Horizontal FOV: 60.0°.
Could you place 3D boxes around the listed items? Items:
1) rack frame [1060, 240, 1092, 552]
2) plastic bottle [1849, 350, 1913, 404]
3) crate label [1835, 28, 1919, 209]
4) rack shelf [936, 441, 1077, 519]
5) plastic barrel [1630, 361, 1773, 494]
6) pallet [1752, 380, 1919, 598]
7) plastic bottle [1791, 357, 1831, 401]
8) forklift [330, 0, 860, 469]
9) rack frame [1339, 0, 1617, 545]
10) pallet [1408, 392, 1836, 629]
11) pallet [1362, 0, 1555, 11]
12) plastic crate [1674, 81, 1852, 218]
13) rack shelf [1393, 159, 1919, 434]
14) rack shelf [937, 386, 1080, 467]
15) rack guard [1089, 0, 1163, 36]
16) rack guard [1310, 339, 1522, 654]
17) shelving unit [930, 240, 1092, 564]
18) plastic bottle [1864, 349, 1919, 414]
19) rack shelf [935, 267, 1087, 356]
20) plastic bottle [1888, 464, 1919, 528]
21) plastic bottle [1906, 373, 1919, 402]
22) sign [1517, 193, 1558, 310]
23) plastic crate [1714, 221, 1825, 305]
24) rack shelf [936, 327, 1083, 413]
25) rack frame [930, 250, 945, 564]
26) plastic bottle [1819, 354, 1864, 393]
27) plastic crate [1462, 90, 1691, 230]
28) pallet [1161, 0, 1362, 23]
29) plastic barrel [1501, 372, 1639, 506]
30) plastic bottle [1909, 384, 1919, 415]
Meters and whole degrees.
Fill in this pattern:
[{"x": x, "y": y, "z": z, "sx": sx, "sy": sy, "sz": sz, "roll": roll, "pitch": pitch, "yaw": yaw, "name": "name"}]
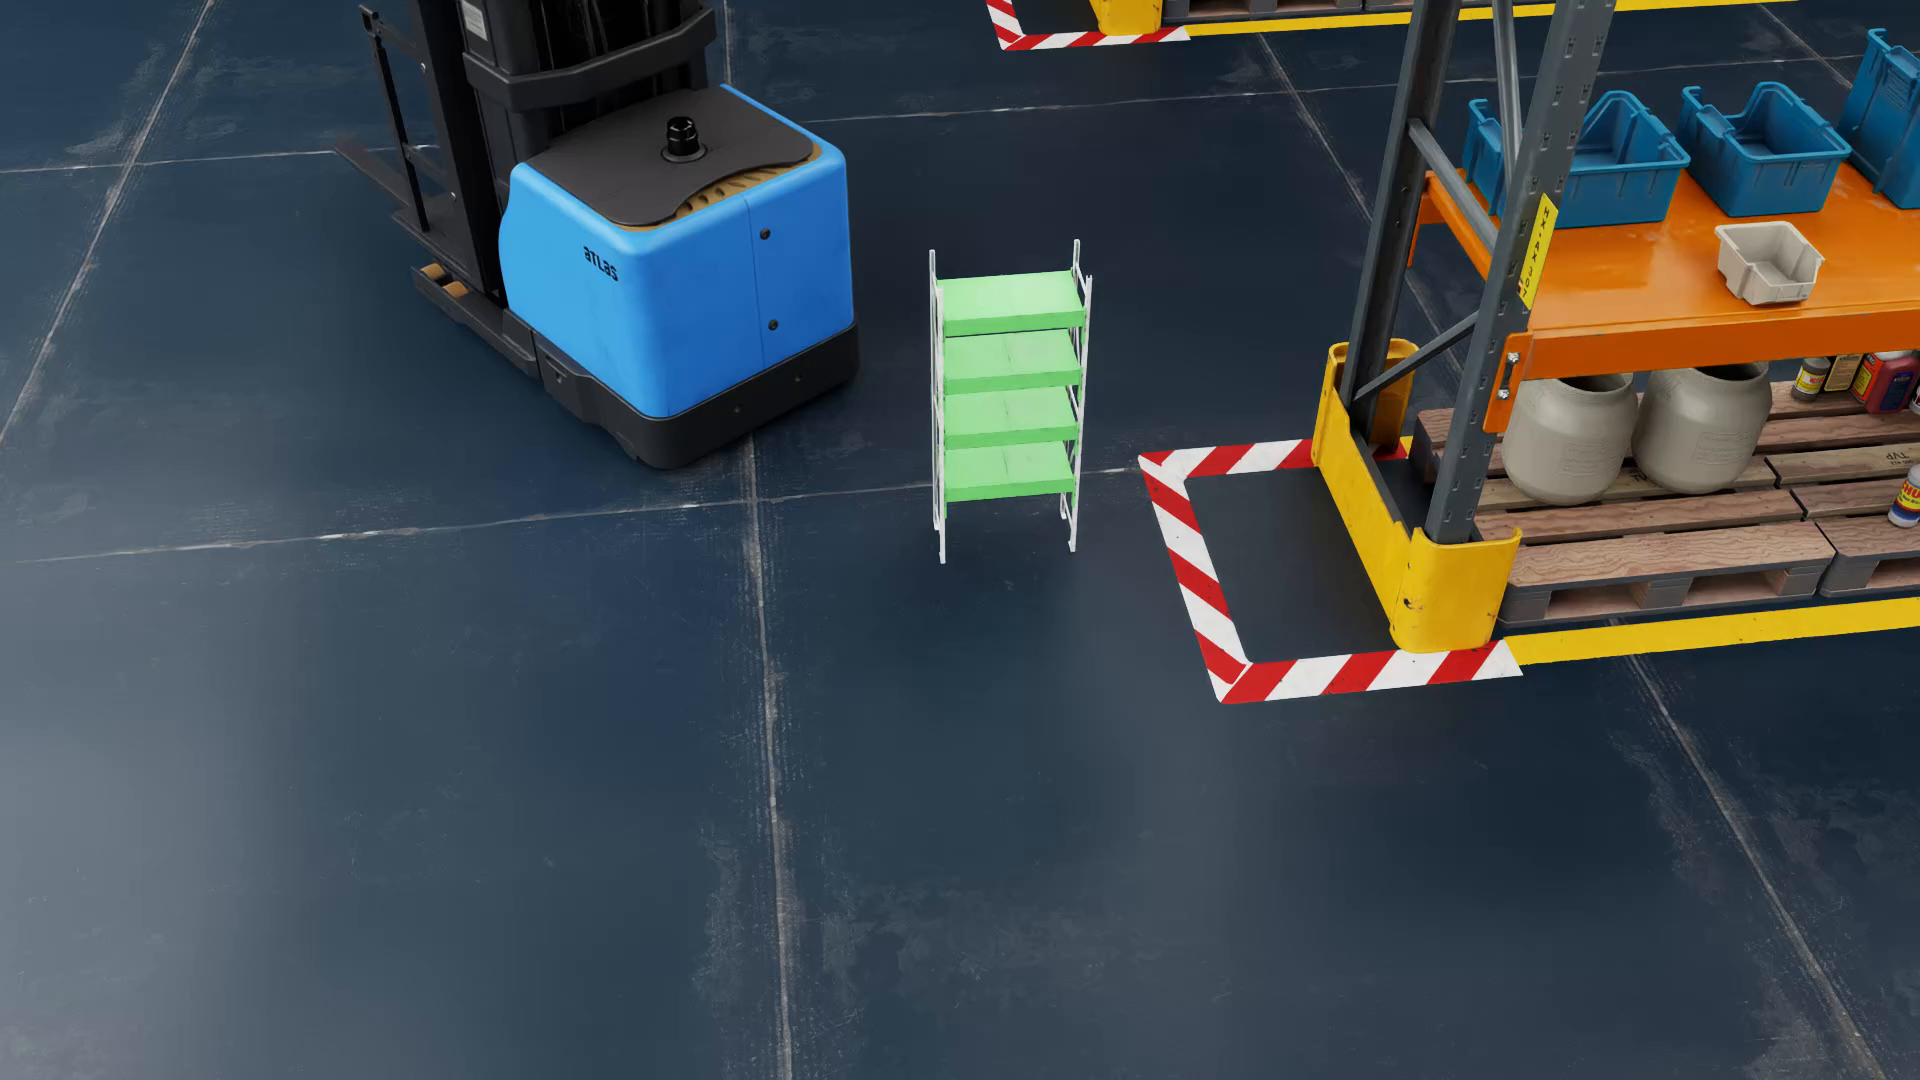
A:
[{"x": 0.406, "y": -0.481, "z": 5.888, "sx": 0.015, "sy": 1.200, "sz": 0.240, "roll": -5, "pitch": 42, "yaw": -6, "name": "rack frame"}, {"x": 3.583, "y": -0.683, "z": 6.473, "sx": 0.135, "sy": 0.276, "sz": 0.152, "roll": -5, "pitch": 42, "yaw": -5, "name": "plastic bottle"}, {"x": 3.355, "y": -1.429, "z": 5.568, "sx": 0.616, "sy": 0.435, "sz": 0.502, "roll": -5, "pitch": 42, "yaw": -6, "name": "crate label"}, {"x": 0.164, "y": -0.234, "z": 6.068, "sx": 0.480, "sy": 0.148, "sz": 0.258, "roll": -5, "pitch": 42, "yaw": -6, "name": "rack shelf"}, {"x": 2.705, "y": -0.460, "z": 6.064, "sx": 0.421, "sy": 0.512, "sz": 0.421, "roll": 0, "pitch": 42, "yaw": 0, "name": "plastic barrel"}, {"x": 3.648, "y": -0.250, "z": 6.369, "sx": 1.213, "sy": 0.211, "sz": 1.003, "roll": -5, "pitch": 42, "yaw": -6, "name": "pallet"}, {"x": 3.330, "y": -0.651, "z": 6.493, "sx": 0.097, "sy": 0.201, "sz": 0.097, "roll": 0, "pitch": 42, "yaw": 0, "name": "plastic bottle"}, {"x": -1.785, "y": -2.264, "z": 6.572, "sx": 1.130, "sy": 2.935, "sz": 3.031, "roll": -32, "pitch": 51, "yaw": -30, "name": "forklift"}, {"x": 1.565, "y": -1.077, "z": 5.204, "sx": 0.127, "sy": 3.000, "sz": 1.000, "roll": -5, "pitch": 42, "yaw": -6, "name": "rack frame"}, {"x": 2.441, "y": -0.146, "z": 6.254, "sx": 1.213, "sy": 0.211, "sz": 1.003, "roll": -5, "pitch": 42, "yaw": -6, "name": "pallet"}, {"x": 2.887, "y": -3.529, "z": 10.005, "sx": 1.213, "sy": 0.211, "sz": 1.003, "roll": -5, "pitch": 42, "yaw": -6, "name": "pallet"}, {"x": 2.668, "y": -1.316, "z": 5.581, "sx": 0.408, "sy": 0.251, "sz": 0.499, "roll": -5, "pitch": 42, "yaw": -6, "name": "plastic crate"}, {"x": 3.549, "y": -0.983, "z": 5.637, "sx": 4.000, "sy": 0.370, "sz": 1.077, "roll": -5, "pitch": 42, "yaw": -6, "name": "rack shelf"}, {"x": 0.164, "y": -0.412, "z": 5.907, "sx": 0.480, "sy": 0.148, "sz": 0.258, "roll": -5, "pitch": 42, "yaw": -6, "name": "rack shelf"}, {"x": 0.903, "y": -3.436, "z": 9.686, "sx": 0.348, "sy": 0.500, "sz": 1.175, "roll": -5, "pitch": 42, "yaw": -6, "name": "rack guard"}, {"x": 1.635, "y": -0.186, "z": 6.083, "sx": 0.348, "sy": 0.500, "sz": 1.175, "roll": -5, "pitch": 42, "yaw": -6, "name": "rack guard"}, {"x": 0.164, "y": -0.460, "z": 5.864, "sx": 0.503, "sy": 1.200, "sz": 0.258, "roll": -5, "pitch": 42, "yaw": -6, "name": "shelving unit"}, {"x": 3.597, "y": -0.615, "z": 6.392, "sx": 0.133, "sy": 0.283, "sz": 0.061, "roll": -5, "pitch": 42, "yaw": -6, "name": "plastic bottle"}, {"x": 0.164, "y": -0.769, "z": 5.585, "sx": 0.480, "sy": 0.148, "sz": 0.258, "roll": -5, "pitch": 42, "yaw": -6, "name": "rack shelf"}, {"x": 3.404, "y": -0.177, "z": 5.916, "sx": 0.097, "sy": 0.271, "sz": 0.097, "roll": 0, "pitch": 42, "yaw": 0, "name": "plastic bottle"}, {"x": 3.721, "y": -0.695, "z": 6.486, "sx": 0.135, "sy": 0.276, "sz": 0.152, "roll": -6, "pitch": 42, "yaw": -7, "name": "plastic bottle"}, {"x": 1.632, "y": -0.814, "z": 4.706, "sx": 0.005, "sy": 0.325, "sz": 0.100, "roll": -5, "pitch": 42, "yaw": -6, "name": "sign"}, {"x": 2.494, "y": -0.843, "z": 5.142, "sx": 0.250, "sy": 0.136, "sz": 0.298, "roll": -5, "pitch": 42, "yaw": -6, "name": "plastic crate"}, {"x": 0.164, "y": -0.591, "z": 5.746, "sx": 0.480, "sy": 0.148, "sz": 0.258, "roll": -5, "pitch": 42, "yaw": -6, "name": "rack shelf"}, {"x": -0.078, "y": -0.439, "z": 5.841, "sx": 0.015, "sy": 1.200, "sz": 0.240, "roll": -5, "pitch": 42, "yaw": -6, "name": "rack frame"}, {"x": 3.443, "y": -0.704, "z": 6.491, "sx": 0.133, "sy": 0.283, "sz": 0.061, "roll": -4, "pitch": 42, "yaw": -4, "name": "plastic bottle"}, {"x": 2.023, "y": -1.264, "z": 5.522, "sx": 0.616, "sy": 0.251, "sz": 0.499, "roll": -5, "pitch": 42, "yaw": -6, "name": "plastic crate"}, {"x": 1.680, "y": -3.425, "z": 9.890, "sx": 1.213, "sy": 0.211, "sz": 1.003, "roll": -5, "pitch": 42, "yaw": -6, "name": "pallet"}, {"x": 2.208, "y": -0.417, "z": 6.016, "sx": 0.421, "sy": 0.512, "sz": 0.421, "roll": 0, "pitch": 42, "yaw": 0, "name": "plastic barrel"}, {"x": 3.755, "y": -0.586, "z": 6.421, "sx": 0.097, "sy": 0.201, "sz": 0.097, "roll": 0, "pitch": 42, "yaw": 0, "name": "plastic bottle"}]
